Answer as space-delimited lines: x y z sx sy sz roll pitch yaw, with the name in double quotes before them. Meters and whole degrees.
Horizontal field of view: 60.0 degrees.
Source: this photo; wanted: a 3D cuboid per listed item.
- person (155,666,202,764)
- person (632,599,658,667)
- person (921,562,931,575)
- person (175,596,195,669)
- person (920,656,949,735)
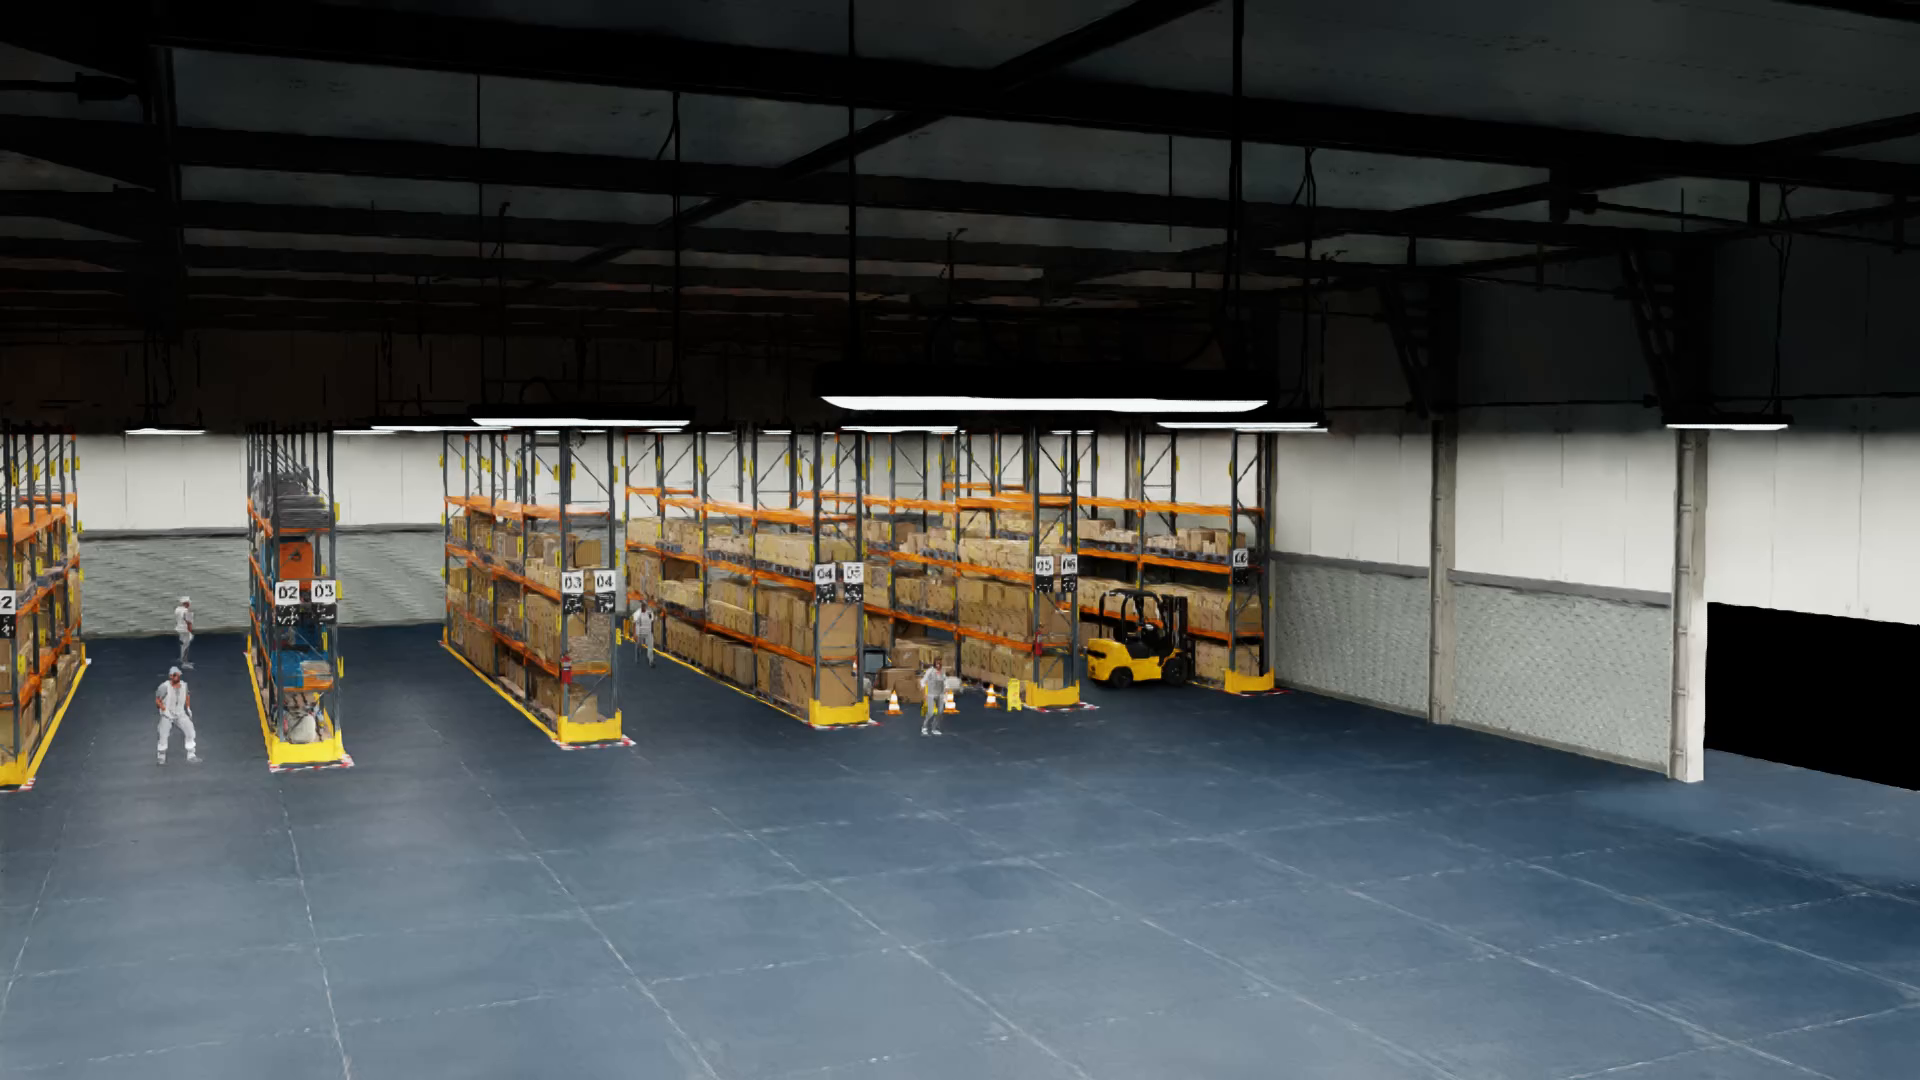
"person" -13.679 3.042 28.951 0.774 1.727 0.674 4 5 44
"person" -7.861 2.280 41.312 0.542 1.661 1.126 -1 4 -22
"person" -1.047 1.529 53.706 0.631 1.659 0.464 3 4 37
"person" -18.996 2.258 40.856 0.634 1.789 0.477 3 5 42
"person" -0.492 2.972 31.784 0.566 1.541 0.519 -2 4 -27
